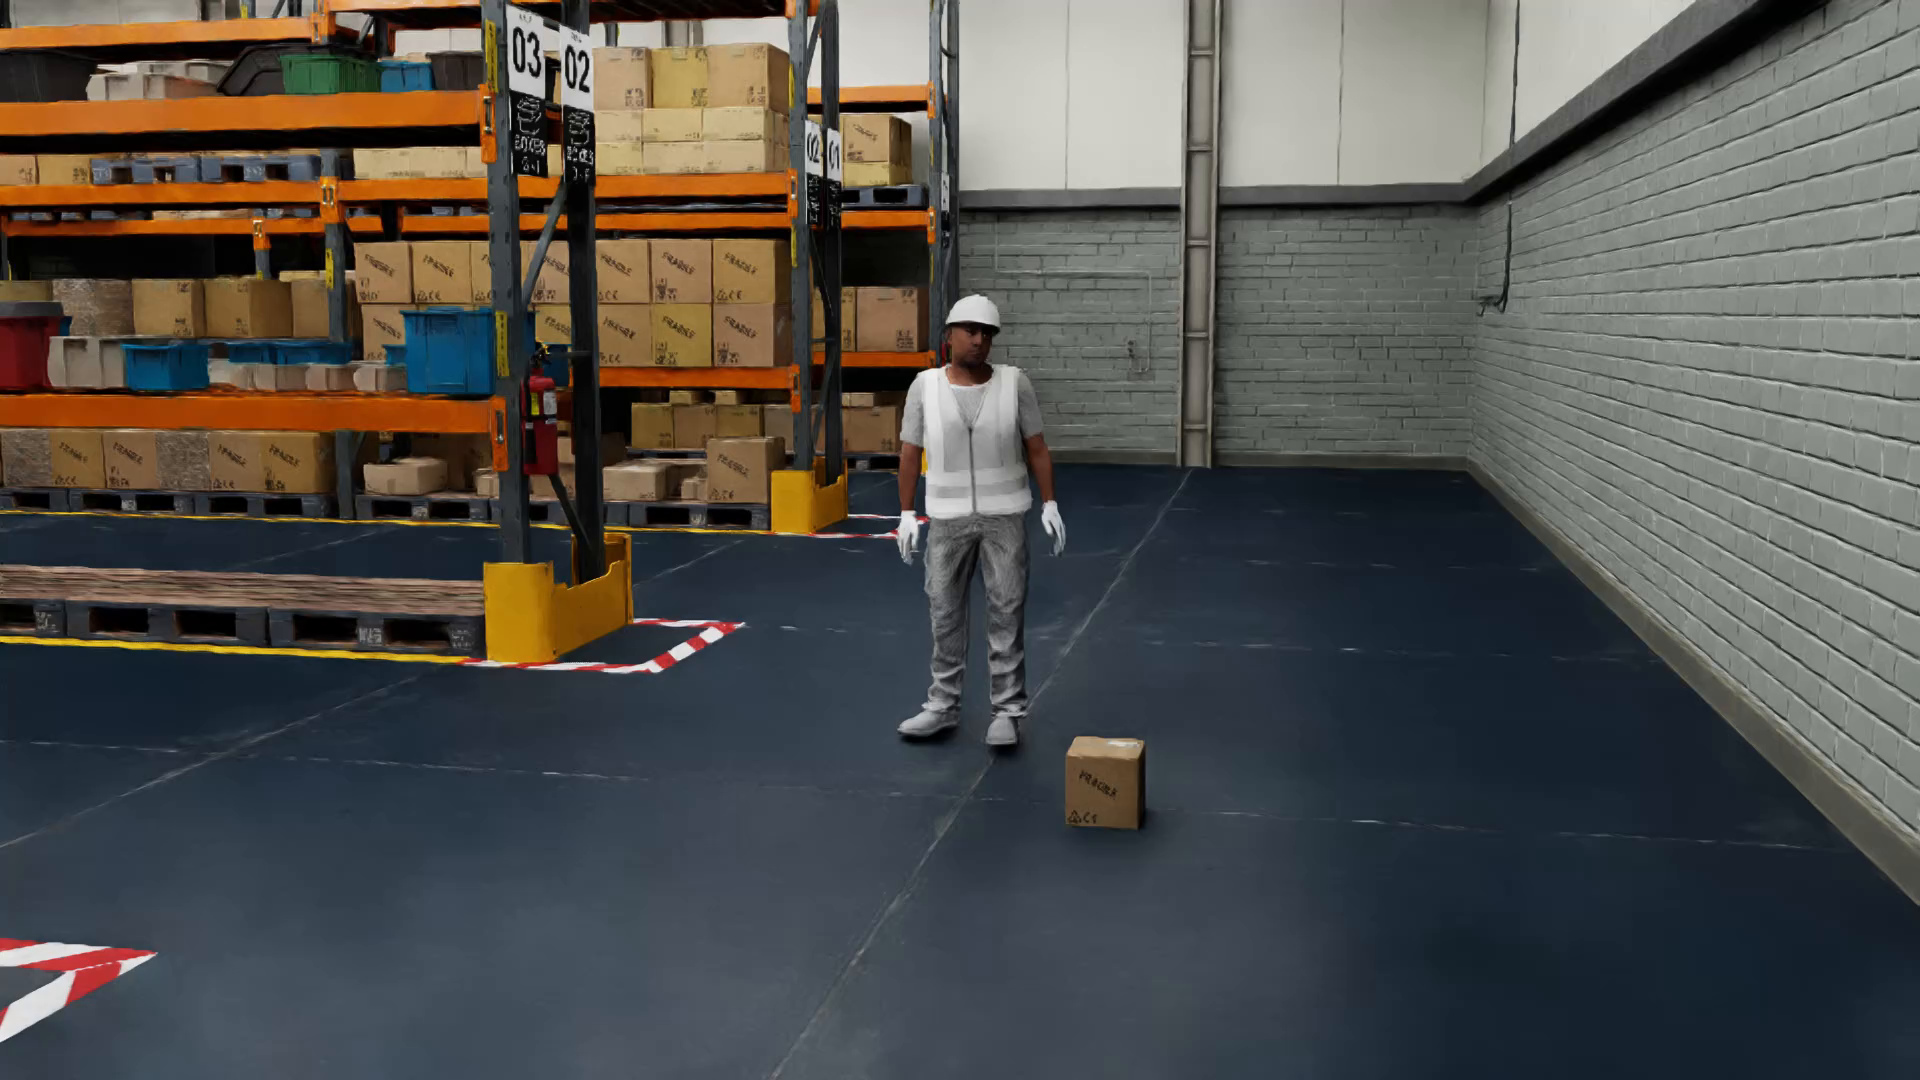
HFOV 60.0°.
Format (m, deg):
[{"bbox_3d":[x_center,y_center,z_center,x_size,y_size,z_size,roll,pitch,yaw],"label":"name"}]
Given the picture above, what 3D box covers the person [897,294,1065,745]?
[{"bbox_3d":[0.082,-0.077,6.651,0.680,1.780,0.441,1,8,5],"label":"person"}]
